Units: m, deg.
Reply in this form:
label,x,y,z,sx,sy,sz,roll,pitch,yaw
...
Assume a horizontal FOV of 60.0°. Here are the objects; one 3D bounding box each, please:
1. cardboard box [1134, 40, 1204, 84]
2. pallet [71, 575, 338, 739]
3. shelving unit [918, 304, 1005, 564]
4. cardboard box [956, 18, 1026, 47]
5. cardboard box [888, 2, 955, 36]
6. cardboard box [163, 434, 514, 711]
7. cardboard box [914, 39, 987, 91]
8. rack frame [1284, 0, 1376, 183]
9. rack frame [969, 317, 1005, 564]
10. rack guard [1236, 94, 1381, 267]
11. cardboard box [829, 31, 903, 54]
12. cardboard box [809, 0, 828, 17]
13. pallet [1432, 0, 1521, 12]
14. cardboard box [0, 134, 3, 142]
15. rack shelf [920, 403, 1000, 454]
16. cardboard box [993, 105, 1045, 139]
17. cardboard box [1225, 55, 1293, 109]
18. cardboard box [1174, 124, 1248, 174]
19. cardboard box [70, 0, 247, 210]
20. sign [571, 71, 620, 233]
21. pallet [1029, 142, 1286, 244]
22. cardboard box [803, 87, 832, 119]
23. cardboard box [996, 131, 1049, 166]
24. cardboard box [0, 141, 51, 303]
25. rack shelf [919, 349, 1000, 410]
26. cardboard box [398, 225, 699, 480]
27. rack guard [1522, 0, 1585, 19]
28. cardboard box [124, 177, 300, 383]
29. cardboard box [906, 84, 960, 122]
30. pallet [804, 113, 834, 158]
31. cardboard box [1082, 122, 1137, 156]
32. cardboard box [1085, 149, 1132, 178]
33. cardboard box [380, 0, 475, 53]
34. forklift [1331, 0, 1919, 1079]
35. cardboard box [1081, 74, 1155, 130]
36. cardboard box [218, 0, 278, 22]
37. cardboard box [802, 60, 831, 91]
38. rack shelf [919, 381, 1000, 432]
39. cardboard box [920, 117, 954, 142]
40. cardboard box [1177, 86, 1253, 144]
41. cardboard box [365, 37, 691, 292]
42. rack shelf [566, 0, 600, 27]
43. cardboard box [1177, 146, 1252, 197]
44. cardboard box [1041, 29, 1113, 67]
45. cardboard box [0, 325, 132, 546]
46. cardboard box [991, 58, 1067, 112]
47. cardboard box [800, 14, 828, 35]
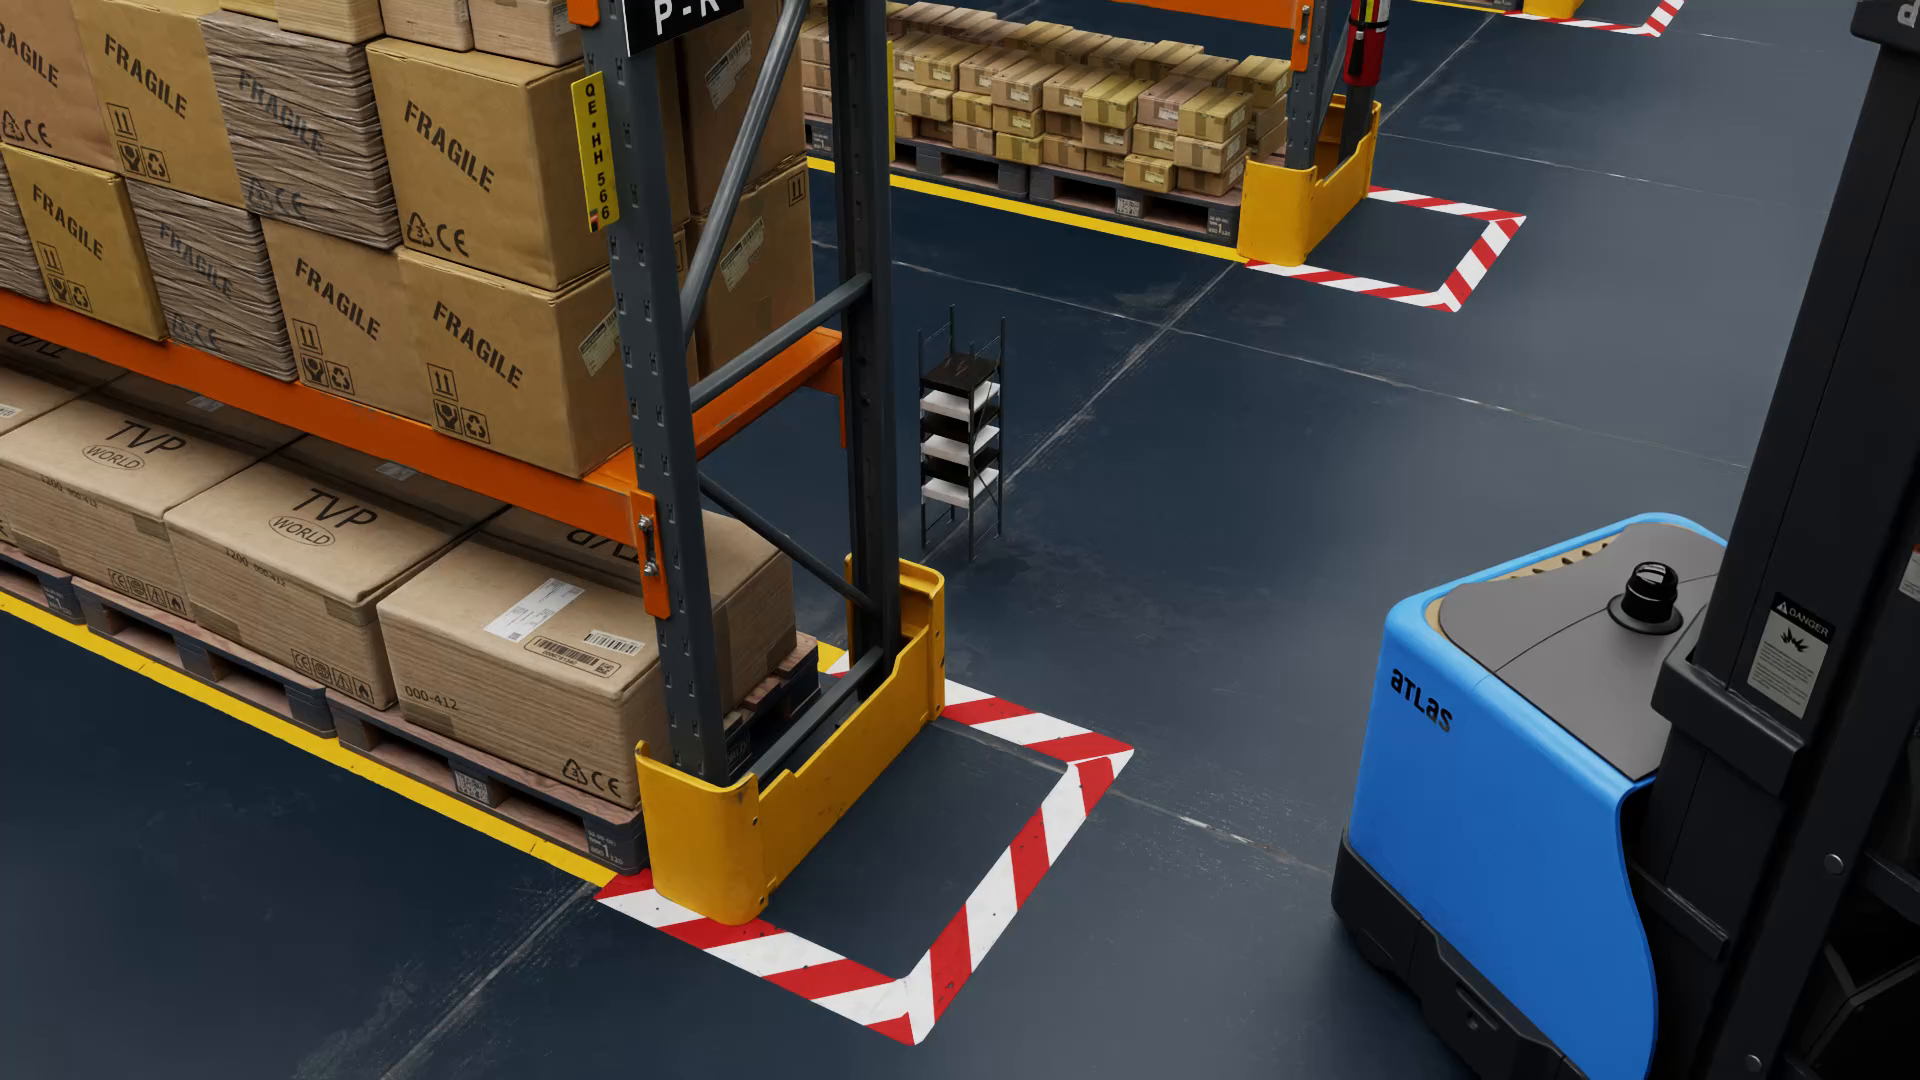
label,x,y,z,sx,sy,sz,roll,pitch,yaw
cardboard box,1.143,-2.596,9.099,0.250,0.149,0.380,17,37,24
pallet,-2.273,0.149,5.837,1.213,0.211,1.003,18,37,24
shelving unit,0.007,-0.372,5.997,0.210,0.900,0.258,18,37,24
cardboard box,0.179,-2.823,9.439,0.250,0.149,0.380,18,38,25
cardboard box,-0.223,-3.012,9.723,0.250,0.149,0.380,16,37,22
cardboard box,-1.906,0.017,5.451,0.875,0.438,0.875,19,38,26
cardboard box,-0.049,-2.603,9.109,0.250,0.149,0.380,18,38,25
rack frame,1.884,-2.904,7.904,0.127,3.000,1.000,18,37,24
rack frame,0.095,-0.344,5.955,0.006,0.900,0.240,18,37,24
rack guard,1.818,-1.884,8.628,0.348,0.500,1.175,18,37,24
cardboard box,-0.521,-2.725,9.292,0.250,0.149,0.380,18,38,25
cardboard box,-0.690,-3.151,9.932,0.250,0.149,0.380,17,37,24
pallet,3.699,-4.284,12.493,1.213,0.211,1.003,18,37,24
cardboard box,-2.790,-1.516,4.828,0.500,0.500,0.500,18,38,25
rack shelf,0.007,-0.419,5.966,0.200,0.077,0.258,18,37,24
cardboard box,0.376,-2.302,8.925,0.250,0.149,0.380,18,38,25
cardboard box,1.597,-2.447,8.875,0.250,0.149,0.380,16,37,22
cardboard box,1.284,-2.023,8.507,0.250,0.149,0.380,17,37,23
cardboard box,-1.918,-1.237,4.409,0.500,0.500,0.500,17,37,24
sign,-0.766,-0.817,3.512,0.005,0.325,0.100,18,37,24
pallet,1.130,-2.004,9.070,1.213,0.211,1.003,18,37,24
cardboard box,-0.715,-2.575,9.604,0.250,0.149,0.380,17,37,23
cardboard box,0.390,-2.174,9.002,0.250,0.149,0.380,16,37,22
cardboard box,-2.817,-1.100,5.106,0.500,0.500,0.500,18,38,25
rack shelf,0.007,-0.569,5.866,0.200,0.077,0.258,18,37,24
cardboard box,-1.035,-0.541,4.266,0.500,0.500,0.500,18,38,25
rack guard,4.453,-4.216,12.130,0.348,0.500,1.175,18,37,24
cardboard box,-1.915,-0.823,4.689,0.500,0.500,0.500,19,38,26
cardboard box,-0.091,-2.444,9.138,0.250,0.149,0.380,18,38,25
pallet,-0.989,-2.675,10.077,1.213,0.211,1.003,18,37,24
cardboard box,0.832,-2.166,8.721,0.250,0.149,0.380,16,37,23
cardboard box,0.863,-2.072,8.849,0.250,0.149,0.380,17,37,24
cardboard box,-1.128,-1.282,3.892,0.250,0.149,0.380,18,38,25
forklift,2.172,0.423,2.970,1.130,2.935,3.031,-17,37,-23
cardboard box,0.821,-2.270,8.609,0.250,0.149,0.380,17,37,23
cardboard box,-1.592,-1.402,4.071,0.250,0.149,0.380,18,38,25
cardboard box,-0.707,-2.710,9.539,0.250,0.149,0.380,16,37,22
rack shelf,0.007,-0.494,5.916,0.200,0.077,0.258,18,37,24
cardboard box,-0.020,-2.364,9.288,0.250,0.149,0.380,19,38,26
cardboard box,1.298,-2.163,8.449,0.250,0.149,0.380,18,38,25
cardboard box,-1.022,-0.970,4.007,0.500,0.500,0.500,19,38,26
rack shelf,-2.221,-1.993,4.479,4.000,0.370,1.077,18,37,24
cardboard box,1.323,-1.936,8.645,0.250,0.149,0.380,18,38,25
cardboard box,0.651,-2.705,9.263,0.250,0.149,0.380,19,38,26
cardboard box,-3.466,-0.478,6.194,0.875,0.438,0.875,17,37,24
cardboard box,0.366,-2.419,8.832,0.250,0.149,0.380,19,38,26
cardboard box,-0.939,-2.895,9.548,0.250,0.149,0.380,17,37,24
